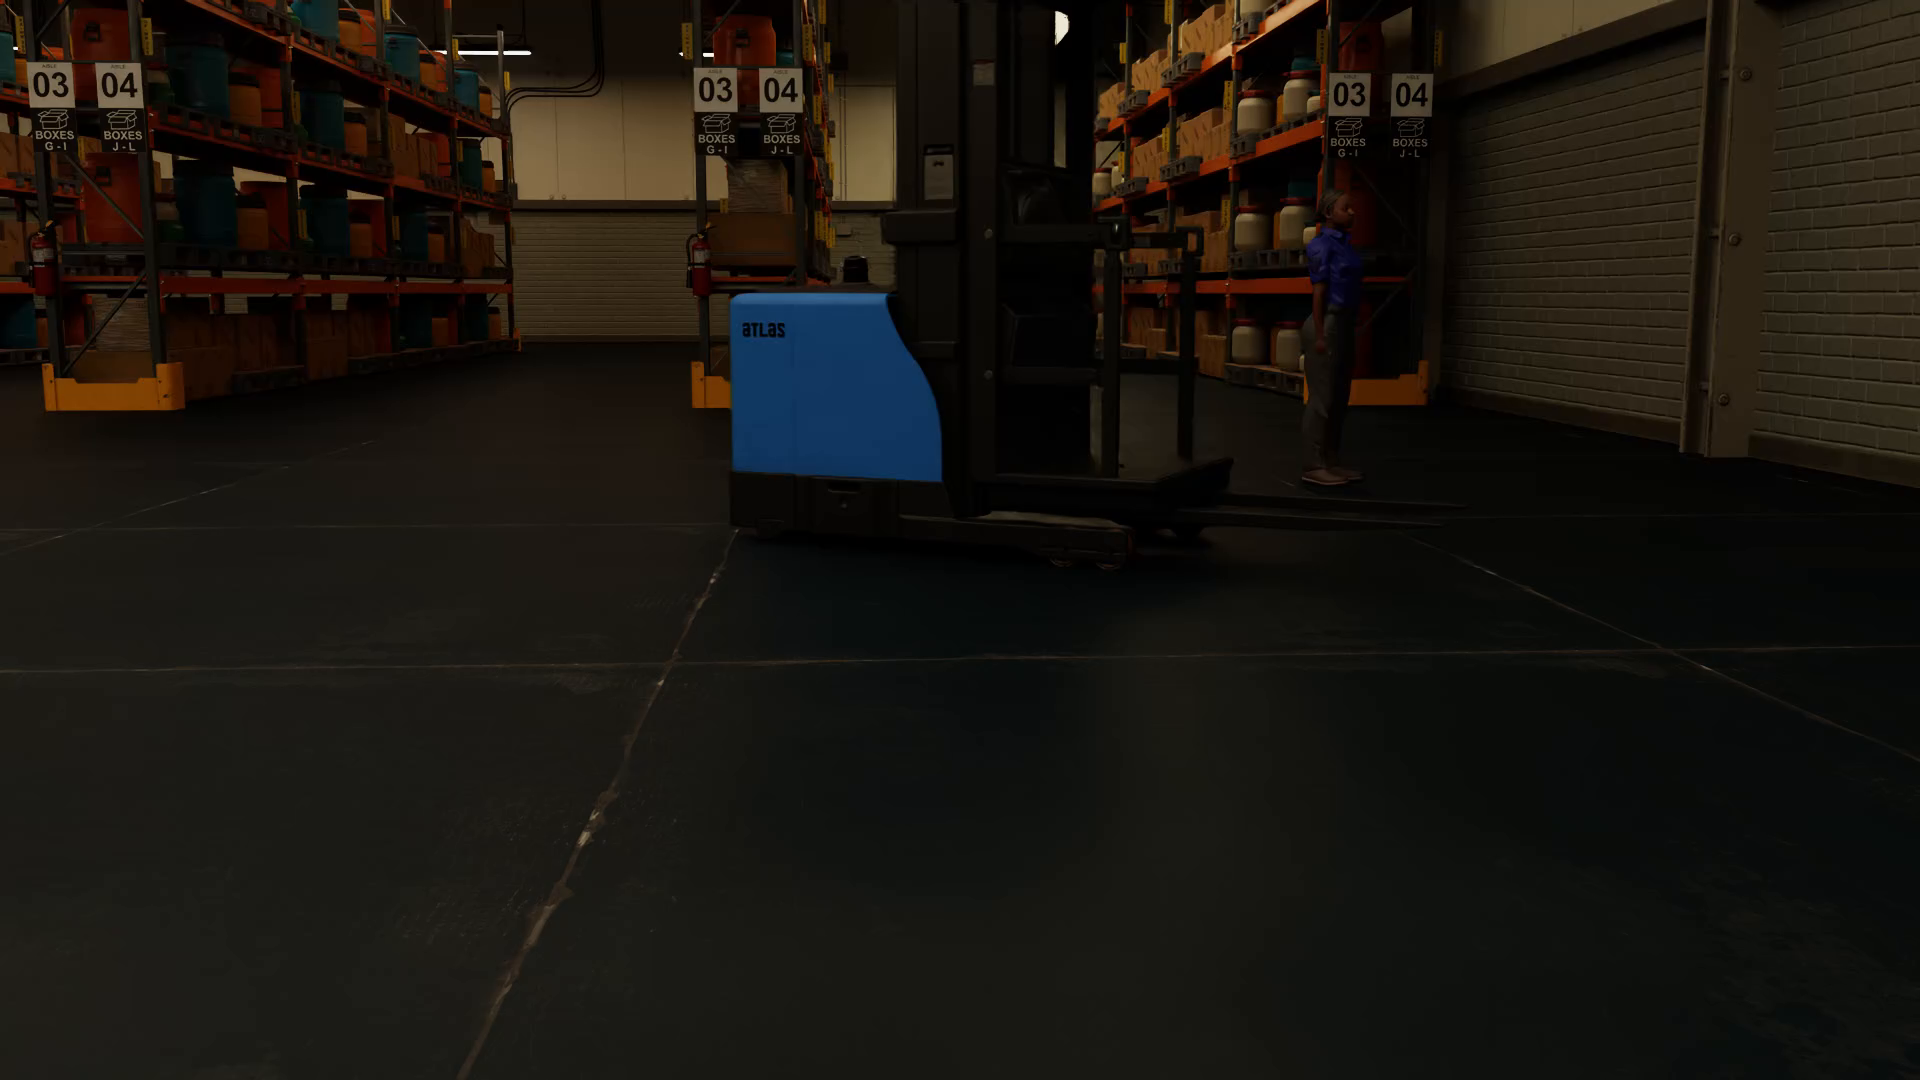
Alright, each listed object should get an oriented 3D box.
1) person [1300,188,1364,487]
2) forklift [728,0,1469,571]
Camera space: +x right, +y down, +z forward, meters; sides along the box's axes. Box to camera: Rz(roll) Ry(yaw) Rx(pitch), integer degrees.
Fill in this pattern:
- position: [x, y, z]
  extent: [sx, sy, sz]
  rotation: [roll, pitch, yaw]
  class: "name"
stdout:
- position: [2.129, -1.153, 9.445]
  extent: [0.340, 1.660, 0.453]
  rotation: [5, 10, 33]
  class: "person"
- position: [0.550, -1.418, 6.882]
  extent: [3.031, 2.935, 1.130]
  rotation: [4, 9, 24]
  class: "forklift"
